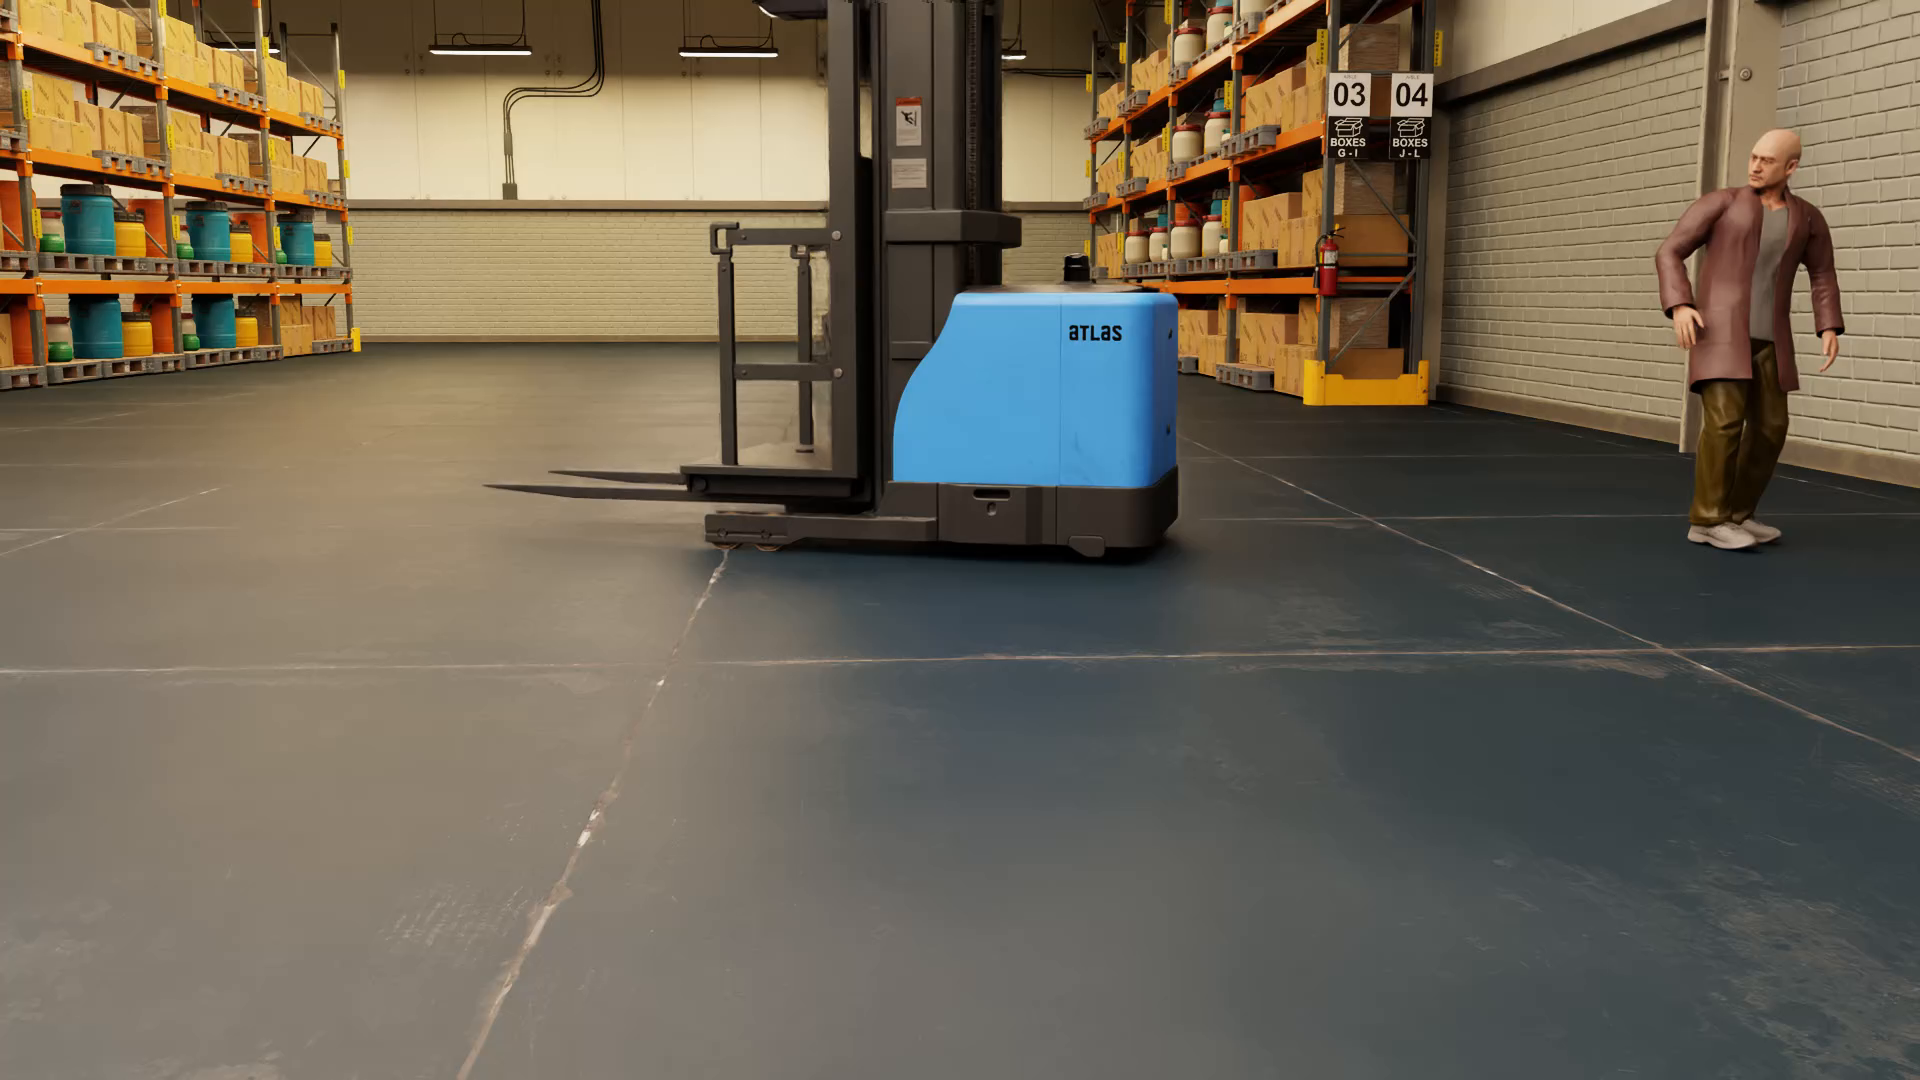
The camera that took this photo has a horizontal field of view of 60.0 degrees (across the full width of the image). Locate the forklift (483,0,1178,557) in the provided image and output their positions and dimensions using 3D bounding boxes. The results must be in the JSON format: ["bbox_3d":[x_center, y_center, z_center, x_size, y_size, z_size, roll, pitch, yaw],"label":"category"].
[{"bbox_3d":[-0.593,-1.471,7.236,3.031,2.935,1.130,2,9,14],"label":"forklift"}]

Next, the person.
[{"bbox_3d":[3.408,-0.851,7.081,0.796,1.758,0.556,-1,9,-9],"label":"person"}]
